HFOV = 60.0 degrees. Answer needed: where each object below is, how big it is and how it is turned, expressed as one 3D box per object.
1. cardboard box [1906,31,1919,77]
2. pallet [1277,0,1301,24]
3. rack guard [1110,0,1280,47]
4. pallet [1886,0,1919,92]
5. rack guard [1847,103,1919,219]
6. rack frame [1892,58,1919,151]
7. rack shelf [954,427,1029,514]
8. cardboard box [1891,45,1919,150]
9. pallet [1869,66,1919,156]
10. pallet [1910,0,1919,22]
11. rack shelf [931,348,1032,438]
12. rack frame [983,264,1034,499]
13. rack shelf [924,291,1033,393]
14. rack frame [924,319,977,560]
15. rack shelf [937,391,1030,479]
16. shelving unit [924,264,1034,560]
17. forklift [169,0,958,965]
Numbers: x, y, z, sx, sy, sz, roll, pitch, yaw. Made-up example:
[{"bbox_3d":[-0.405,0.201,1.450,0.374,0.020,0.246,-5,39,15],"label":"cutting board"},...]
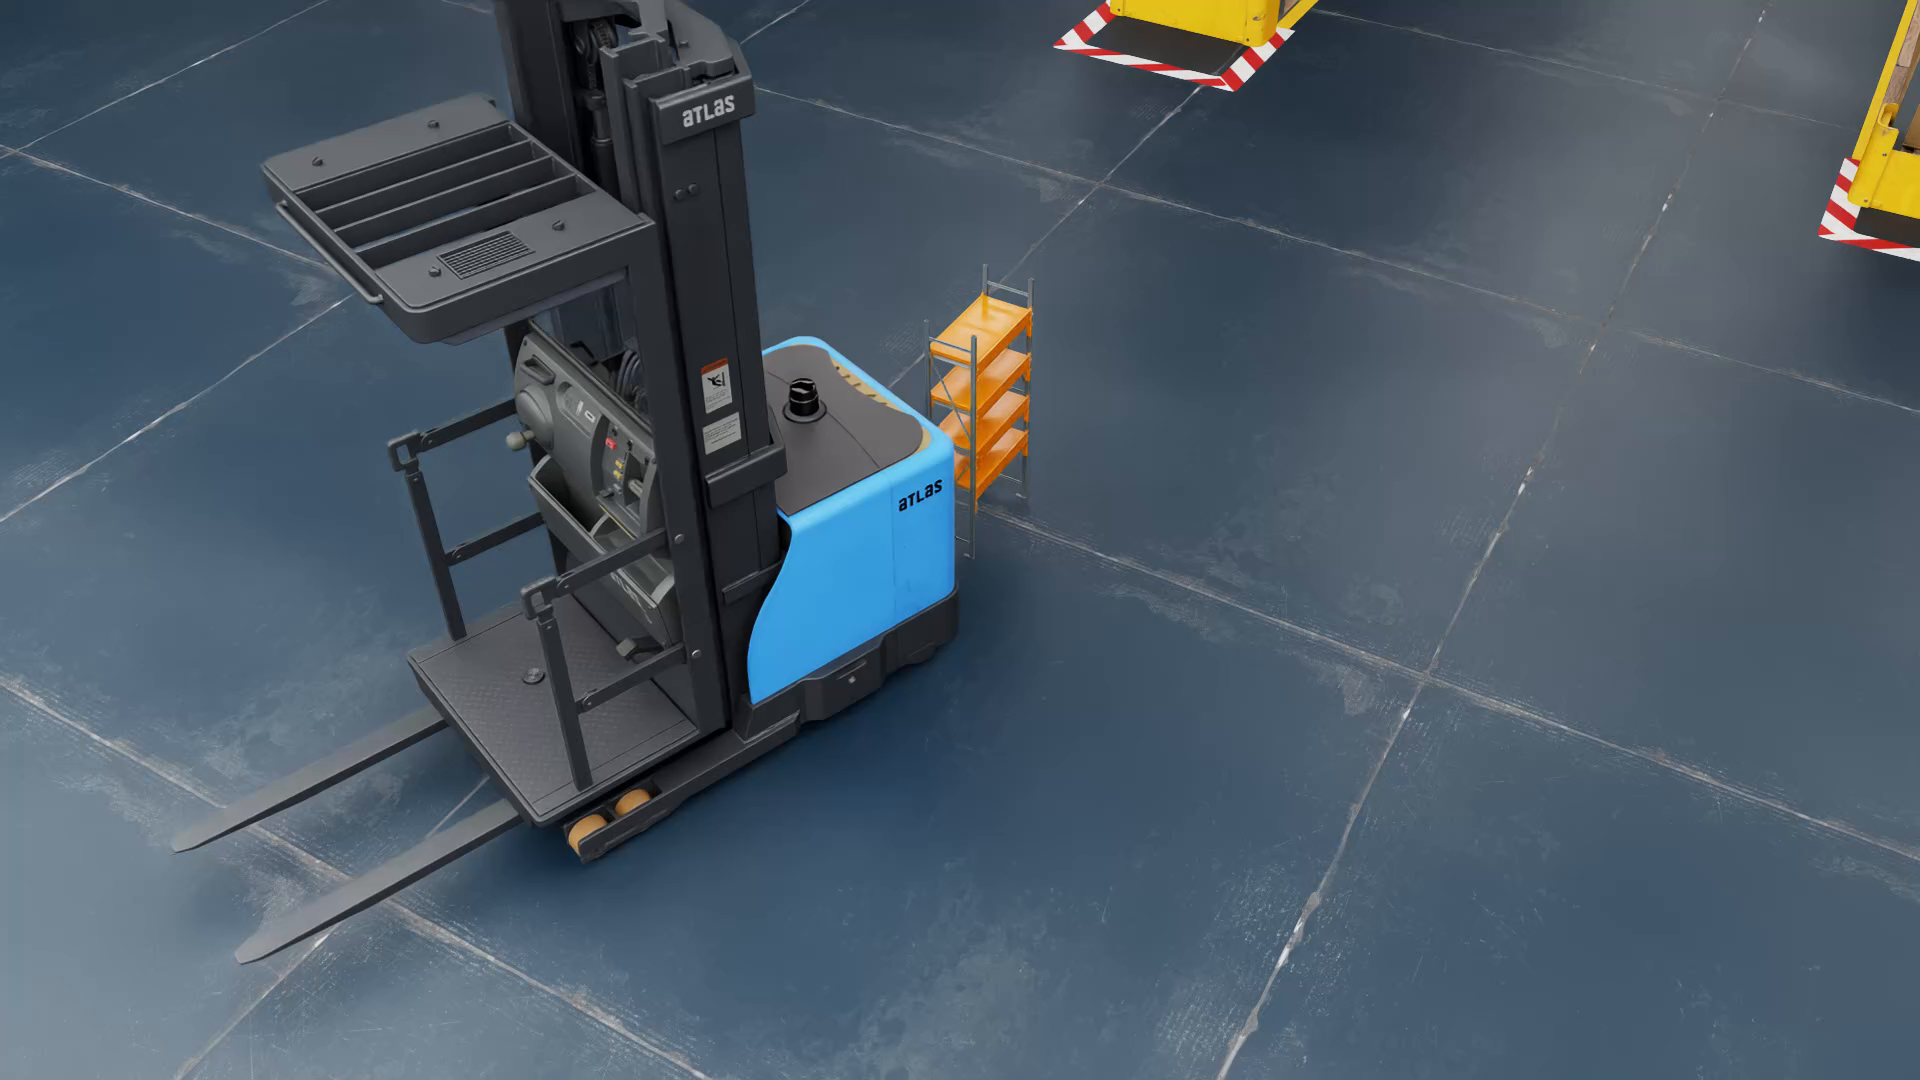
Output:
[{"bbox_3d":[6.561,-3.314,10.349,0.875,0.875,0.875,20,45,21],"label":"cardboard box"},{"bbox_3d":[2.072,-4.188,12.162,1.003,0.211,1.213,21,45,22],"label":"pallet"},{"bbox_3d":[1.634,-3.843,11.551,1.175,0.500,0.348,21,45,22],"label":"rack guard"},{"bbox_3d":[6.784,-3.172,11.008,1.003,0.211,1.213,21,45,22],"label":"pallet"},{"bbox_3d":[5.828,-2.088,9.558,1.175,0.500,0.348,21,45,22],"label":"rack guard"},{"bbox_3d":[5.840,-3.040,8.748,1.000,3.000,0.127,21,45,22],"label":"rack frame"},{"bbox_3d":[0.083,-0.345,7.452,0.258,0.148,0.480,21,45,22],"label":"rack shelf"},{"bbox_3d":[6.122,-2.810,9.776,0.875,0.875,0.875,21,46,22],"label":"cardboard box"},{"bbox_3d":[6.172,-2.477,10.218,1.003,0.211,1.213,21,45,22],"label":"pallet"},{"bbox_3d":[7.393,-3.873,11.804,1.003,0.211,1.213,21,45,22],"label":"pallet"},{"bbox_3d":[0.083,-0.662,7.173,0.258,0.148,0.480,21,45,22],"label":"rack shelf"},{"bbox_3d":[0.205,-0.685,7.435,0.240,1.200,0.015,21,45,22],"label":"rack frame"},{"bbox_3d":[0.083,-0.840,7.017,0.258,0.148,0.480,21,45,22],"label":"rack shelf"},{"bbox_3d":[-0.039,-0.405,7.118,0.240,1.200,0.015,21,45,22],"label":"rack frame"},{"bbox_3d":[0.083,-0.495,7.321,0.258,0.148,0.480,21,45,22],"label":"rack shelf"},{"bbox_3d":[0.083,-0.545,7.277,0.258,1.200,0.503,21,45,22],"label":"shelving unit"},{"bbox_3d":[-1.468,-0.306,5.695,3.031,2.935,1.130,-28,49,-28],"label":"forklift"}]
